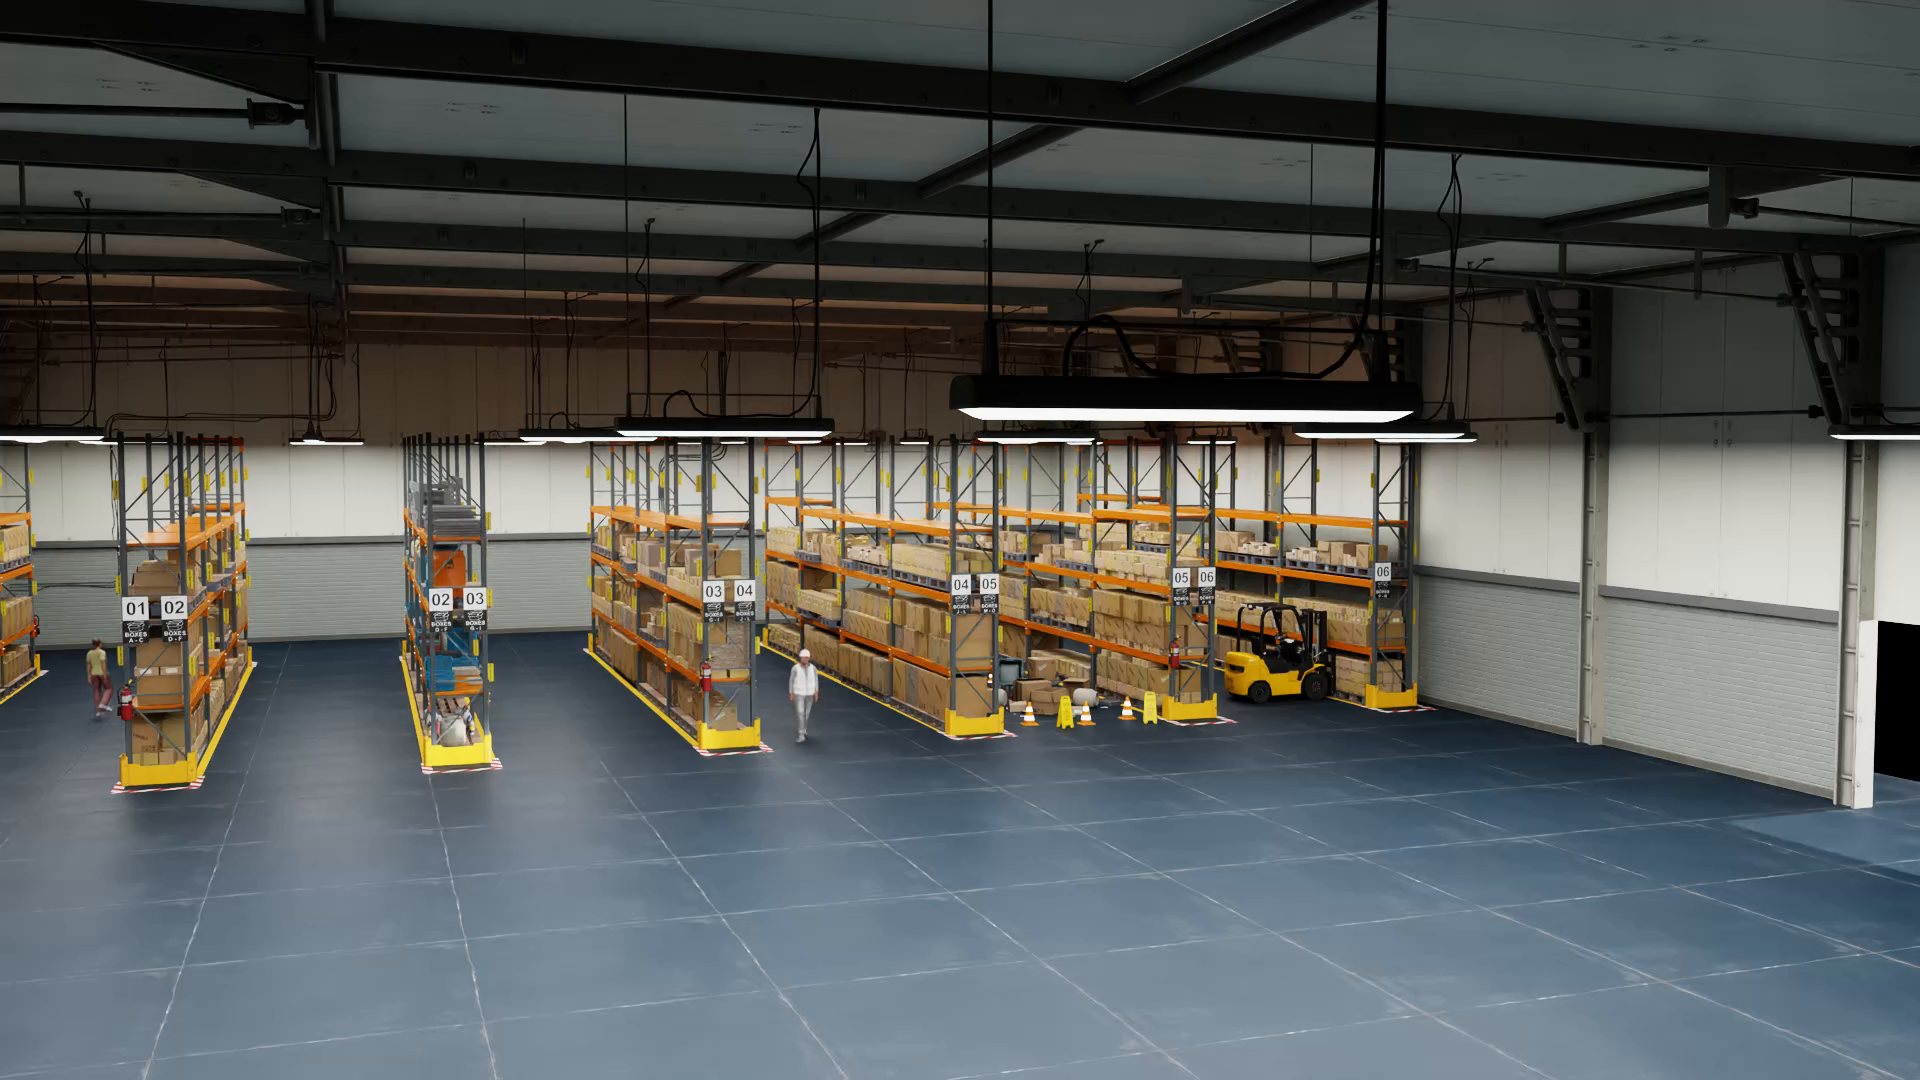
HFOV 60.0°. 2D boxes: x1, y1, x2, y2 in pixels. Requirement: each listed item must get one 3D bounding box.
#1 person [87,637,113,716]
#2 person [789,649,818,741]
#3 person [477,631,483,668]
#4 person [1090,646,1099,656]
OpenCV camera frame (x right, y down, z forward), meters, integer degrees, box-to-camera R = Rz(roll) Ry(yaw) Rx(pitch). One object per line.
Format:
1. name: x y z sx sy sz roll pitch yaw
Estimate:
1. person: -18.396 2.916 35.524 0.514 1.659 0.471 -1 3 -10
2. person: -3.047 3.018 32.685 0.565 1.731 0.914 -2 4 -28
3. person: -12.629 2.553 43.157 0.437 1.634 0.516 1 3 14
4. person: 3.904 2.368 45.430 0.546 1.750 0.701 -2 4 -33
